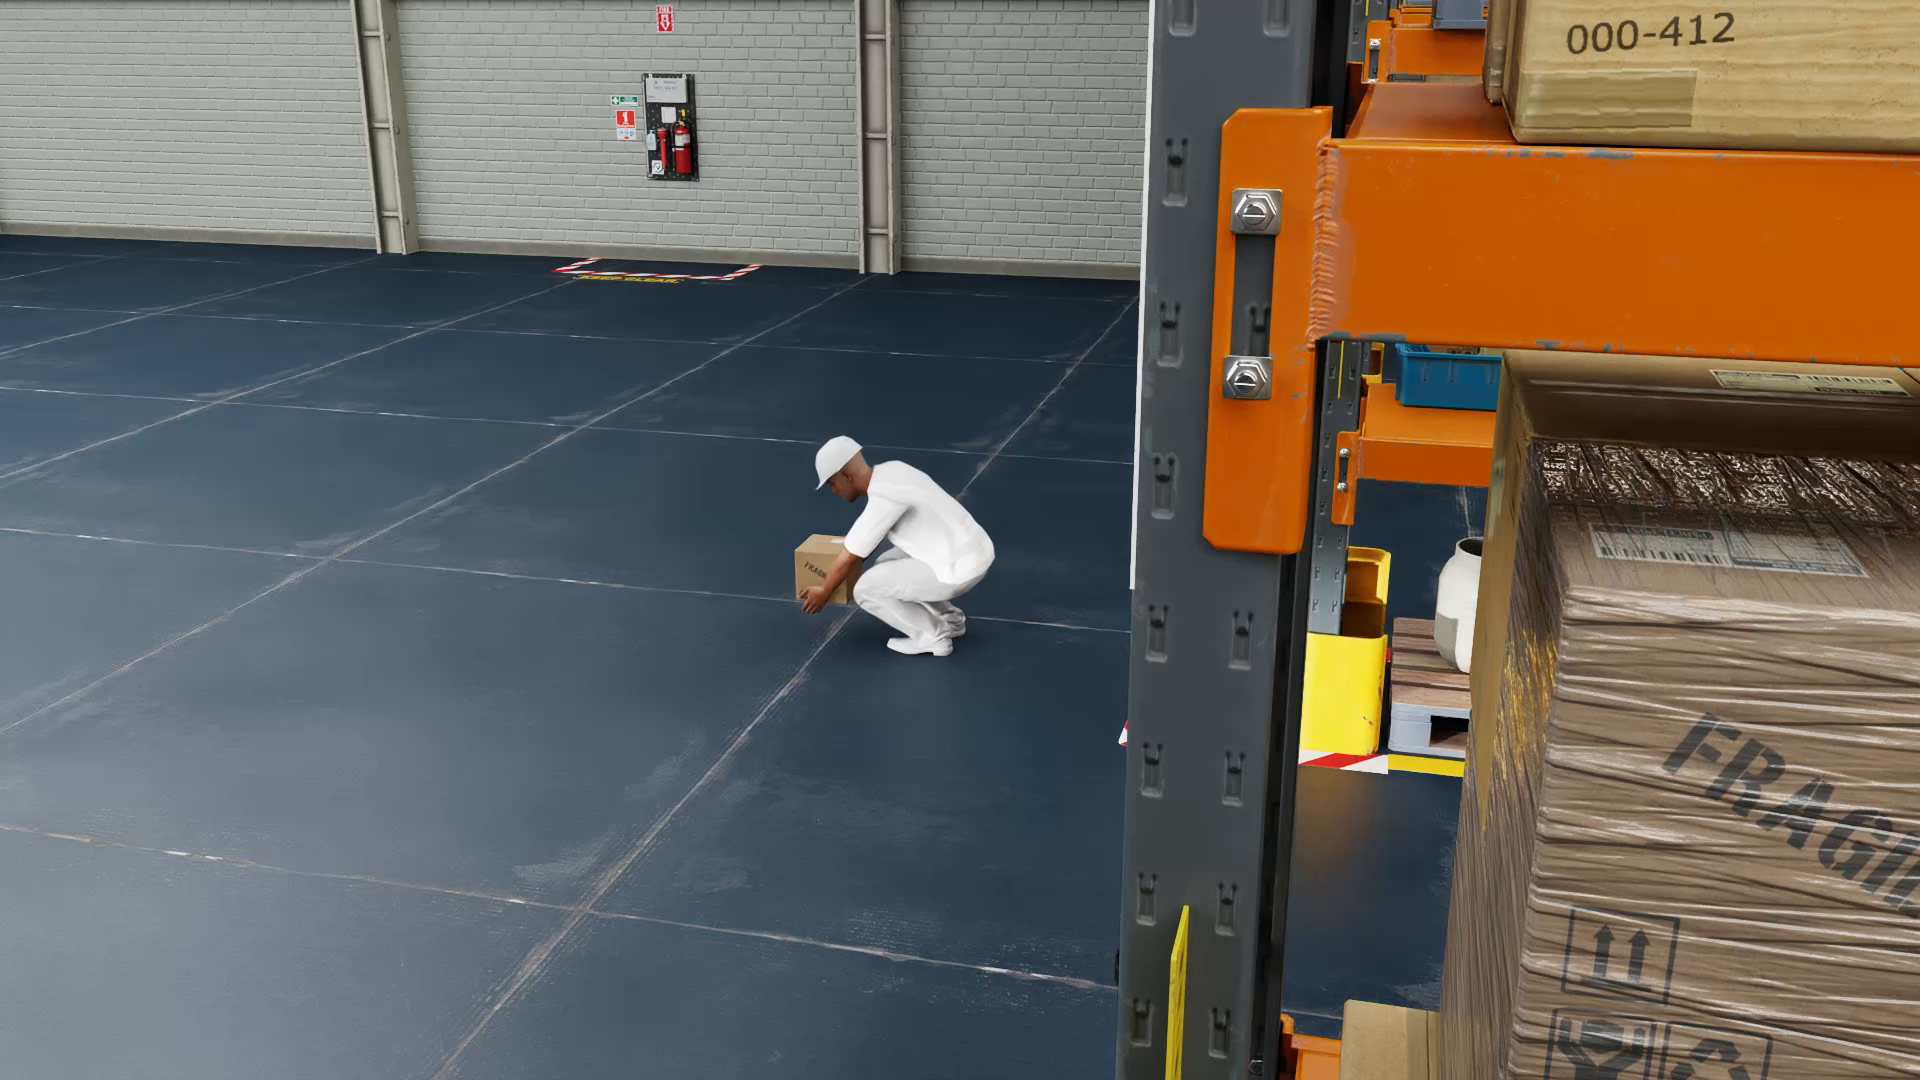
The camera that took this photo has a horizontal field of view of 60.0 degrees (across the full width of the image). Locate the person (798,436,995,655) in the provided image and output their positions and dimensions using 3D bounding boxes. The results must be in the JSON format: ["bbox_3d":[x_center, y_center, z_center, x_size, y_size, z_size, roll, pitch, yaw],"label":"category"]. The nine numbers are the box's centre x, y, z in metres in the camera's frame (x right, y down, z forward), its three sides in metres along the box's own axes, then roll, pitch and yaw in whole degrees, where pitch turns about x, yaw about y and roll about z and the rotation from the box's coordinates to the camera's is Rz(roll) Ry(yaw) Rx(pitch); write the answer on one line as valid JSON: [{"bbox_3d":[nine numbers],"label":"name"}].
[{"bbox_3d":[-0.296,0.008,7.743,0.887,0.998,0.583,4,19,13],"label":"person"}]
